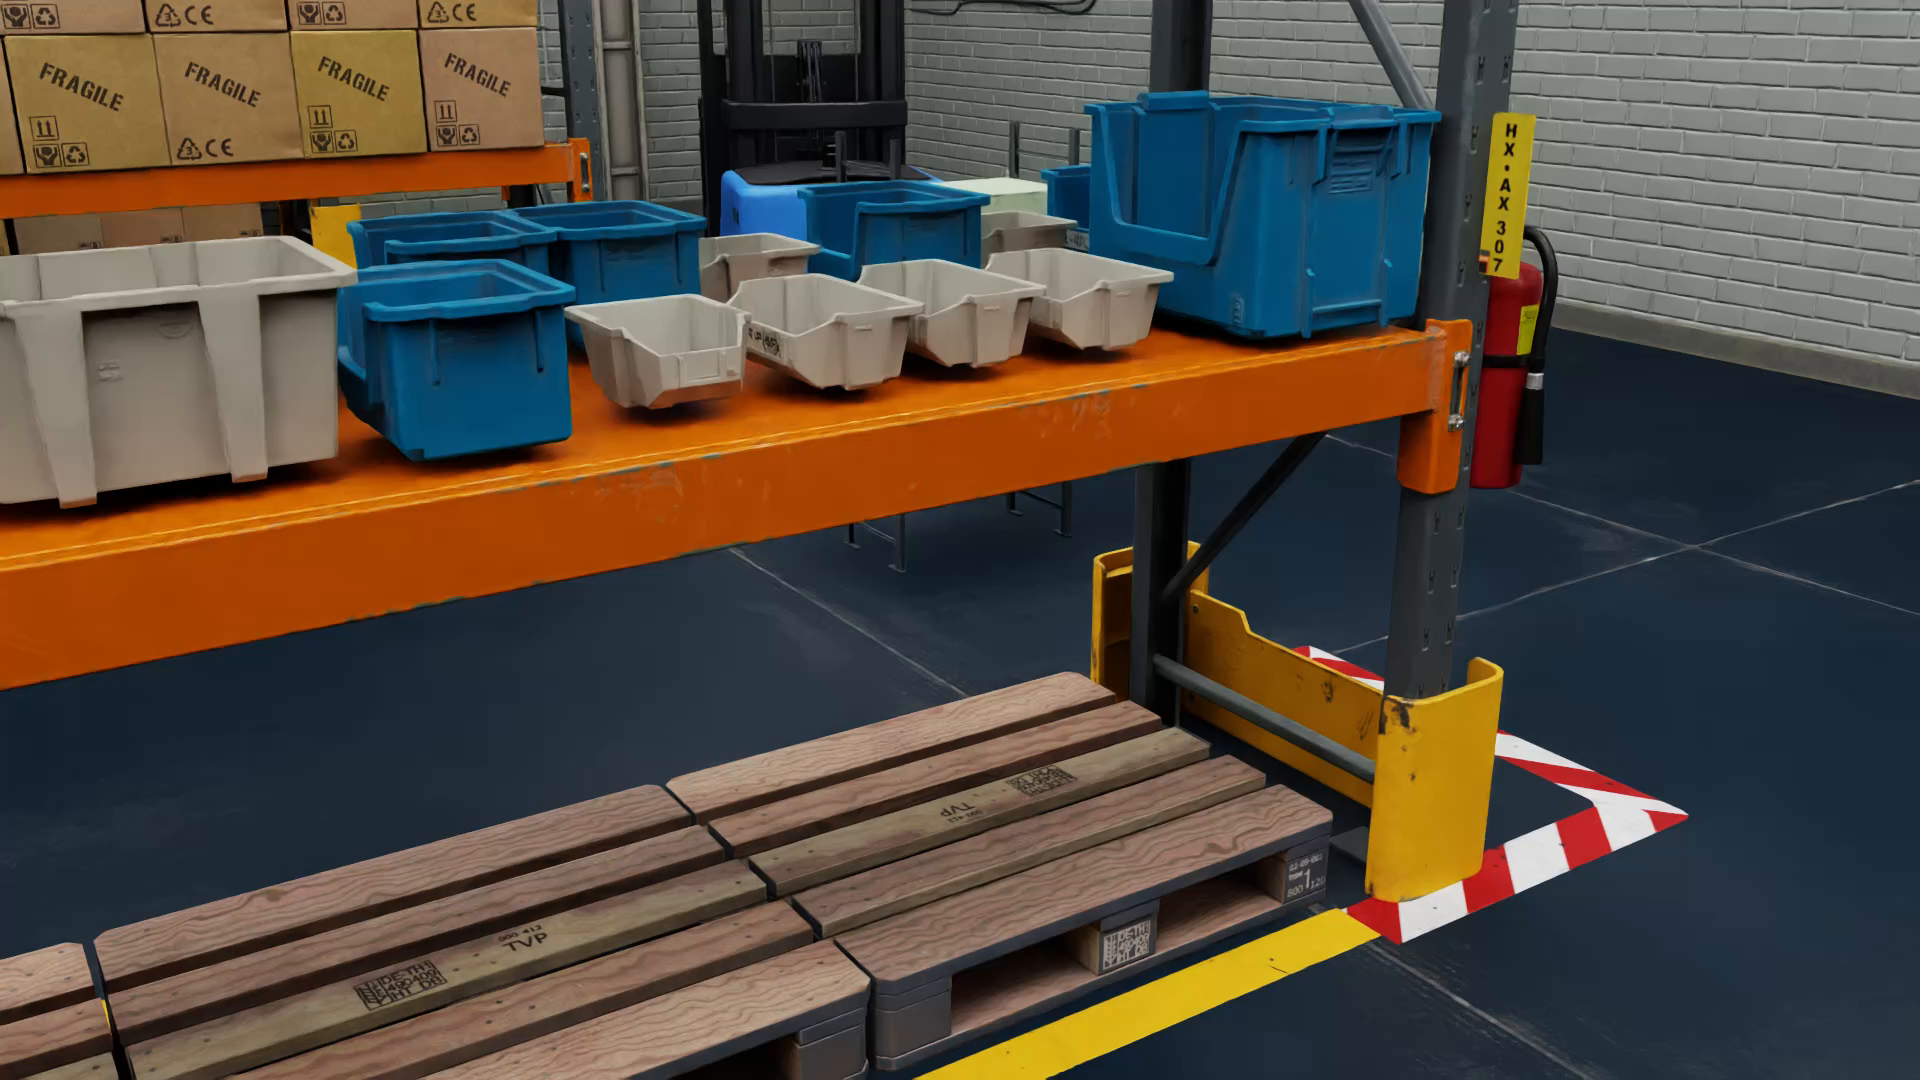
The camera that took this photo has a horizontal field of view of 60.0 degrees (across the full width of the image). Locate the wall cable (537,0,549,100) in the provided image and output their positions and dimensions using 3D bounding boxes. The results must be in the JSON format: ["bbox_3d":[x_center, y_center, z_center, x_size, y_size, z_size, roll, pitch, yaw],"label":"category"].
[{"bbox_3d":[-4.110,-4.373,12.911,1.851,1.984,0.084,-12,22,-31],"label":"wall cable"}]

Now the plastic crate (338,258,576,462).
[{"bbox_3d":[-0.784,-0.282,2.564,0.300,0.233,0.416,-12,22,-31],"label":"plastic crate"}]

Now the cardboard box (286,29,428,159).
[{"bbox_3d":[-2.587,-1.893,7.003,0.500,0.500,0.500,-12,22,-31],"label":"cardboard box"}]

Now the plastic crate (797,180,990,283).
[{"bbox_3d":[-0.147,-0.641,3.626,0.300,0.233,0.416,-12,22,-31],"label":"plastic crate"}]

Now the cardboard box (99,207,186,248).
[{"bbox_3d":[-5.606,-2.190,11.287,0.500,0.500,0.700,-12,22,-32],"label":"cardboard box"}]

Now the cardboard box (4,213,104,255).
[{"bbox_3d":[-6.026,-2.101,11.024,0.500,0.500,0.700,-13,22,-33],"label":"cardboard box"}]

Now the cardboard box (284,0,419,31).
[{"bbox_3d":[-2.573,-2.369,6.851,0.500,0.500,0.500,-11,22,-30],"label":"cardboard box"}]

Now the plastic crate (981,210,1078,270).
[{"bbox_3d":[0.089,-0.677,3.883,0.298,0.136,0.250,-12,22,-31],"label":"plastic crate"}]

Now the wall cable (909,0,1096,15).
[{"bbox_3d":[0.261,-5.685,13.859,0.112,2.526,3.097,-12,22,-31],"label":"wall cable"}]

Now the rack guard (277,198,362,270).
[{"bbox_3d":[-4.639,-2.234,12.071,0.348,0.500,1.175,-12,22,-31],"label":"rack guard"}]

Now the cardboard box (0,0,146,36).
[{"bbox_3d":[-3.433,-2.186,6.310,0.500,0.500,0.500,-11,22,-30],"label":"cardboard box"}]

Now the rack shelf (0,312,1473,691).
[{"bbox_3d":[-0.880,-0.071,2.893,4.000,0.370,1.077,-12,22,-31],"label":"rack shelf"}]

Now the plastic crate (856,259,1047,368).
[{"bbox_3d":[-0.042,-0.428,3.145,0.243,0.136,0.396,-12,22,-31],"label":"plastic crate"}]

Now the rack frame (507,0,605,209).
[{"bbox_3d":[-1.931,-2.089,7.741,0.127,3.000,1.000,-12,22,-31],"label":"rack frame"}]

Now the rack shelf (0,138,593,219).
[{"bbox_3d":[-3.602,-1.396,6.814,4.000,0.370,1.077,-12,22,-31],"label":"rack shelf"}]

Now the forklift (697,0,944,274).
[{"bbox_3d":[-0.897,-2.515,9.108,1.130,2.935,3.031,-5,19,-14],"label":"forklift"}]

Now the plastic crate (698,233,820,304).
[{"bbox_3d":[-0.477,-0.558,3.529,0.298,0.136,0.250,-12,22,-31],"label":"plastic crate"}]

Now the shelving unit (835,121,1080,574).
[{"bbox_3d":[-0.006,-0.709,6.001,0.755,1.500,0.431,-12,22,-31],"label":"shelving unit"}]

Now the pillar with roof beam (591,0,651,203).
[{"bbox_3d":[-0.512,-5.811,9.383,0.400,9.000,9.100,-12,22,-31],"label":"pillar with roof beam"}]

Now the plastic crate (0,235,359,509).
[{"bbox_3d":[-1.174,-0.251,2.395,0.530,0.282,0.437,-12,22,-31],"label":"plastic crate"}]

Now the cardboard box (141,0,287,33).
[{"bbox_3d":[-3.004,-2.277,6.578,0.500,0.500,0.500,-11,22,-30],"label":"cardboard box"}]

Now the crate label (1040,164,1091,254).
[{"bbox_3d":[0.403,-0.757,3.969,0.303,0.233,0.416,-12,22,-31],"label":"crate label"}]

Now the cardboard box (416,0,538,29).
[{"bbox_3d":[-2.152,-2.458,7.115,0.500,0.500,0.500,-12,22,-32],"label":"cardboard box"}]

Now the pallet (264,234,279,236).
[{"bbox_3d":[-5.284,-1.931,11.626,1.213,0.211,1.003,-12,22,-31],"label":"pallet"}]

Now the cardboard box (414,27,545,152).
[{"bbox_3d":[-2.156,-1.985,7.276,0.500,0.500,0.500,-11,22,-30],"label":"cardboard box"}]

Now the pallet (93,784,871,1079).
[{"bbox_3d":[-0.938,0.906,3.236,1.213,0.211,1.003,-12,22,-31],"label":"pallet"}]

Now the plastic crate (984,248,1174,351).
[{"bbox_3d":[0.208,-0.475,3.284,0.243,0.136,0.396,-12,22,-31],"label":"plastic crate"}]

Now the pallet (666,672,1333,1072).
[{"bbox_3d":[0.080,0.692,3.868,1.213,0.211,1.003,-12,22,-31],"label":"pallet"}]

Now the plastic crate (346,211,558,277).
[{"bbox_3d":[-0.948,-0.473,3.127,0.300,0.233,0.416,-12,22,-31],"label":"plastic crate"}]

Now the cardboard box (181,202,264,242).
[{"bbox_3d":[-5.188,-2.278,11.548,0.500,0.500,0.700,-12,22,-31],"label":"cardboard box"}]

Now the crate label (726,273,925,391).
[{"bbox_3d":[-0.261,-0.372,2.980,0.243,0.136,0.396,-12,22,-31],"label":"crate label"}]

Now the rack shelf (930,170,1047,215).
[{"bbox_3d":[-0.006,-1.079,5.876,0.720,0.370,0.431,-12,22,-31],"label":"rack shelf"}]

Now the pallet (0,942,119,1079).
[{"bbox_3d":[-1.958,1.122,2.596,1.213,0.211,1.003,-12,22,-31],"label":"pallet"}]

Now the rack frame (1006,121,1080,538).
[{"bbox_3d":[0.300,-0.774,6.192,0.023,1.500,0.400,-12,22,-31],"label":"rack frame"}]

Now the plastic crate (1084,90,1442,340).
[{"bbox_3d":[0.613,-0.700,3.482,0.499,0.435,0.616,-12,22,-31],"label":"plastic crate"}]

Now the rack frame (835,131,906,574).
[{"bbox_3d":[-0.311,-0.645,5.810,0.023,1.500,0.400,-12,22,-31],"label":"rack frame"}]

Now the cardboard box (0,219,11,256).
[{"bbox_3d":[-6.467,-2.005,10.741,0.500,0.500,0.700,-11,22,-30],"label":"cardboard box"}]

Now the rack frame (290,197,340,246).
[{"bbox_3d":[-4.659,-3.414,11.658,0.127,3.000,1.000,-12,22,-31],"label":"rack frame"}]

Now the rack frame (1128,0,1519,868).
[{"bbox_3d":[0.790,-0.764,3.820,0.127,3.000,1.000,-12,22,-31],"label":"rack frame"}]

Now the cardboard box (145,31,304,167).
[{"bbox_3d":[-3.007,-1.806,6.748,0.500,0.500,0.500,-12,22,-31],"label":"cardboard box"}]

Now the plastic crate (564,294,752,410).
[{"bbox_3d":[-0.498,-0.315,2.812,0.250,0.136,0.298,-12,22,-31],"label":"plastic crate"}]

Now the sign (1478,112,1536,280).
[{"bbox_3d":[1.106,-0.697,3.367,0.005,0.325,0.100,-12,22,-31],"label":"sign"}]

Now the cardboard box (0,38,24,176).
[{"bbox_3d":[-3.851,-1.627,6.219,0.500,0.500,0.500,-12,22,-32],"label":"cardboard box"}]

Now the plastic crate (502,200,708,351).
[{"bbox_3d":[-0.697,-0.525,3.283,0.300,0.233,0.416,-12,22,-31],"label":"plastic crate"}]

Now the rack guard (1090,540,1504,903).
[{"bbox_3d":[0.803,0.413,4.243,0.348,0.500,1.175,-12,22,-31],"label":"rack guard"}]

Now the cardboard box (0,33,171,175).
[{"bbox_3d":[-3.428,-1.717,6.485,0.500,0.500,0.500,-12,22,-32],"label":"cardboard box"}]

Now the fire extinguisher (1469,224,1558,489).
[{"bbox_3d":[1.166,-0.455,3.611,0.183,0.674,0.296,-12,22,-31],"label":"fire extinguisher"}]
